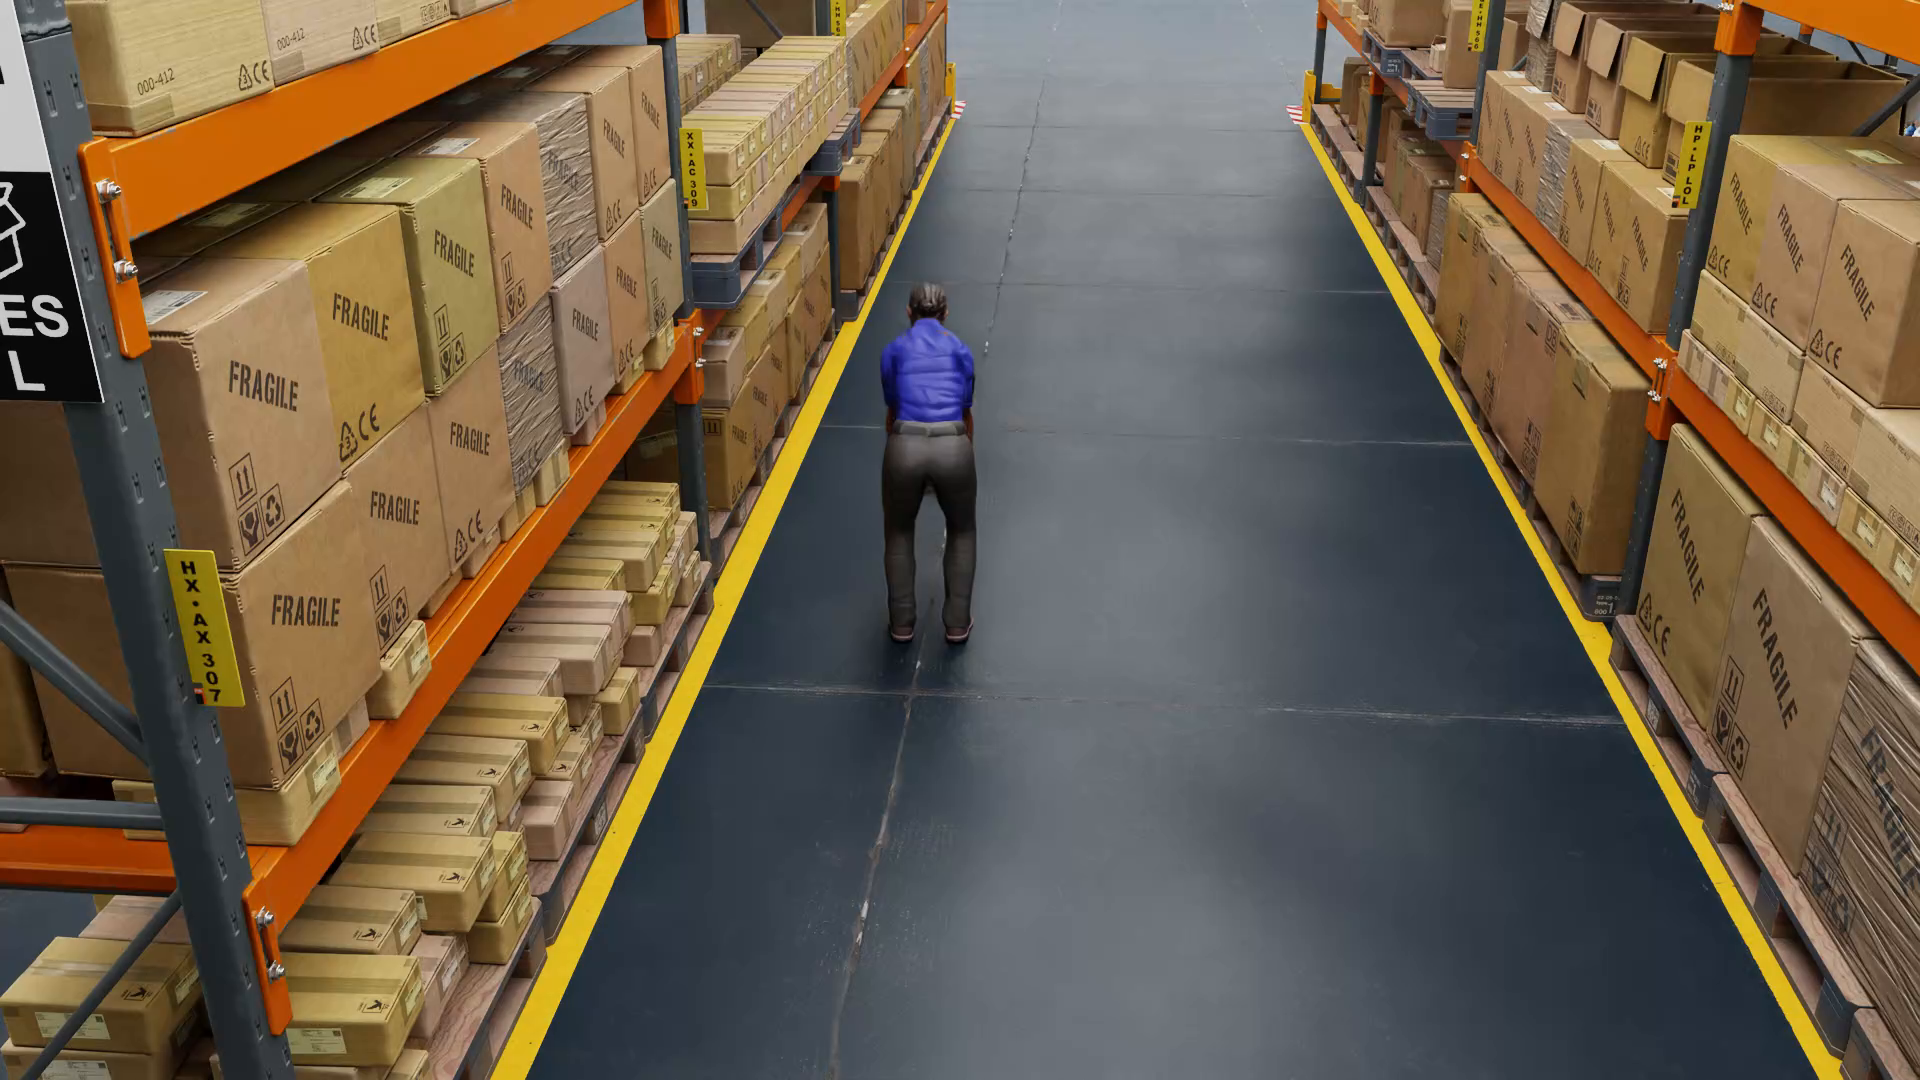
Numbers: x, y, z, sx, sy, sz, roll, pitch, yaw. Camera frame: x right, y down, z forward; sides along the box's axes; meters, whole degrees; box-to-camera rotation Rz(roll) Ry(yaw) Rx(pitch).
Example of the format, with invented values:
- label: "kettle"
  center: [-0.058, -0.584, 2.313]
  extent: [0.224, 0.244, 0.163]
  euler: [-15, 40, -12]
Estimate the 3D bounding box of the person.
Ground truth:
- label: "person"
  center: [-0.131, -0.324, 7.083]
  extent: [0.411, 1.445, 0.709]
  euler: [0, 25, 1]
